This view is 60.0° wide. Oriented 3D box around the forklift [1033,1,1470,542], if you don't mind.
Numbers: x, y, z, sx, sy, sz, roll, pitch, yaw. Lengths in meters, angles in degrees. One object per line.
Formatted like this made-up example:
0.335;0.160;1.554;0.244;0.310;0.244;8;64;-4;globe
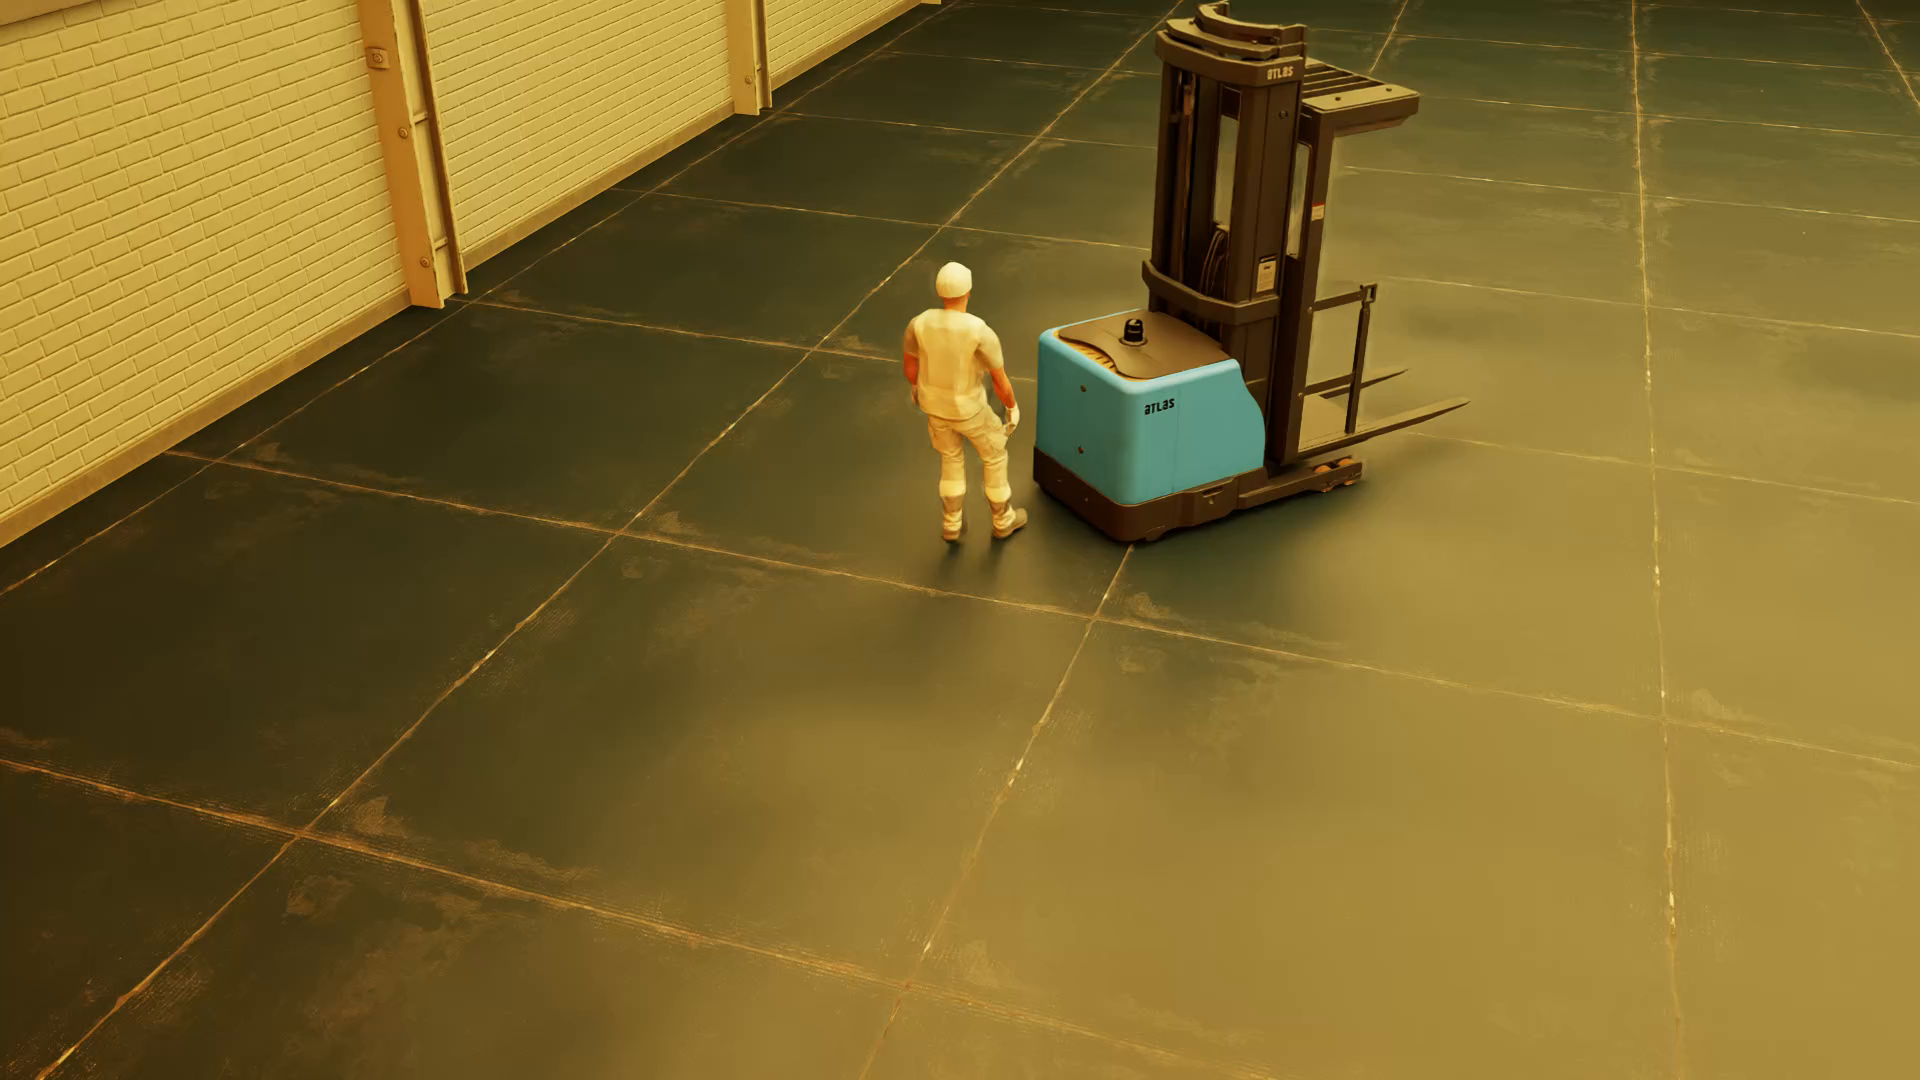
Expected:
1.997;-1.788;10.273;3.031;2.935;1.130;-16;34;-26;forklift

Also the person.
0.031;-0.831;9.794;0.710;1.763;0.576;12;32;20;person
